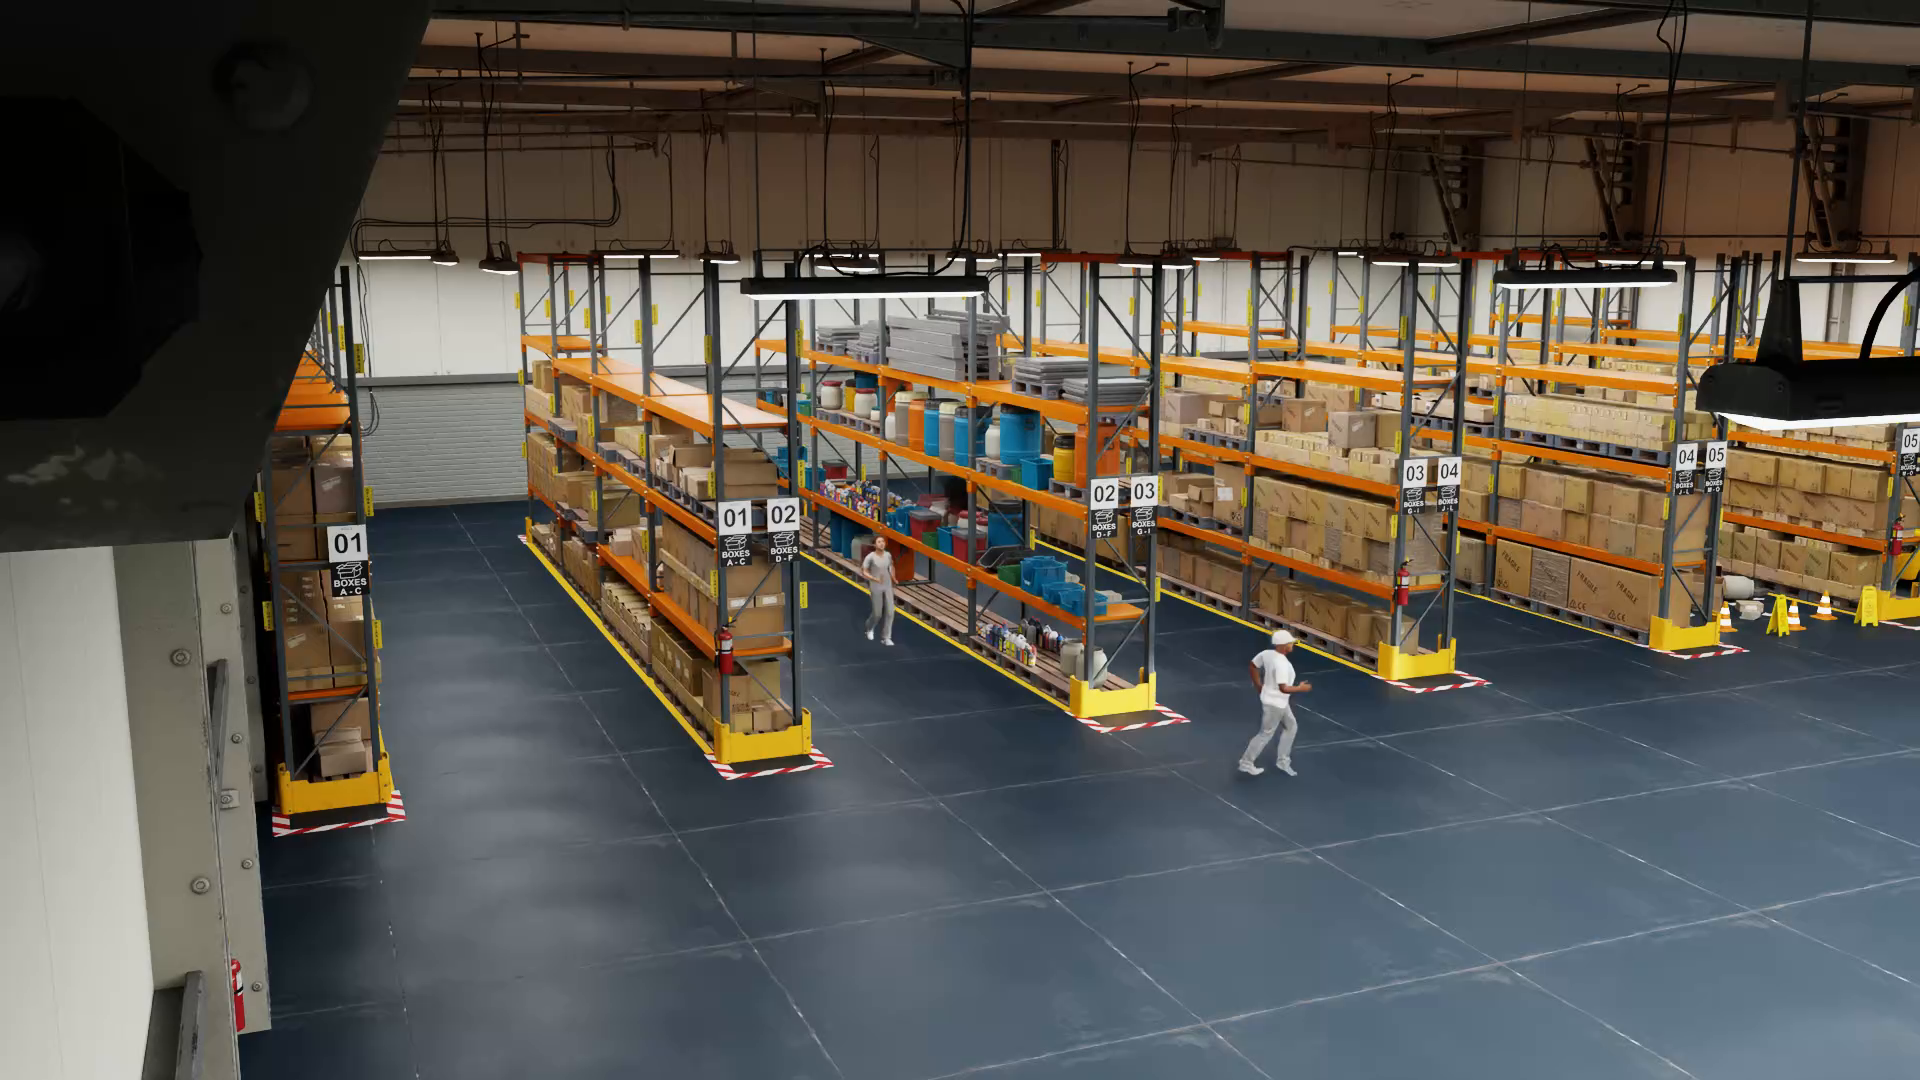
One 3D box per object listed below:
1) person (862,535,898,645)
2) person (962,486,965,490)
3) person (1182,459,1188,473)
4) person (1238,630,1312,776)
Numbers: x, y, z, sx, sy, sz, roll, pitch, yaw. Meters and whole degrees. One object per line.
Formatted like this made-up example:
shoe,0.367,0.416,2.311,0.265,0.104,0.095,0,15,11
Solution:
person,-1.181,0.731,24.872,0.573,1.639,0.692,-6,12,-29
person,0.390,-1.721,39.678,0.742,1.752,0.707,-5,12,-27
person,5.647,-2.078,41.565,0.822,1.775,0.721,2,11,12
person,3.703,1.948,19.532,0.826,1.812,0.628,1,10,4
